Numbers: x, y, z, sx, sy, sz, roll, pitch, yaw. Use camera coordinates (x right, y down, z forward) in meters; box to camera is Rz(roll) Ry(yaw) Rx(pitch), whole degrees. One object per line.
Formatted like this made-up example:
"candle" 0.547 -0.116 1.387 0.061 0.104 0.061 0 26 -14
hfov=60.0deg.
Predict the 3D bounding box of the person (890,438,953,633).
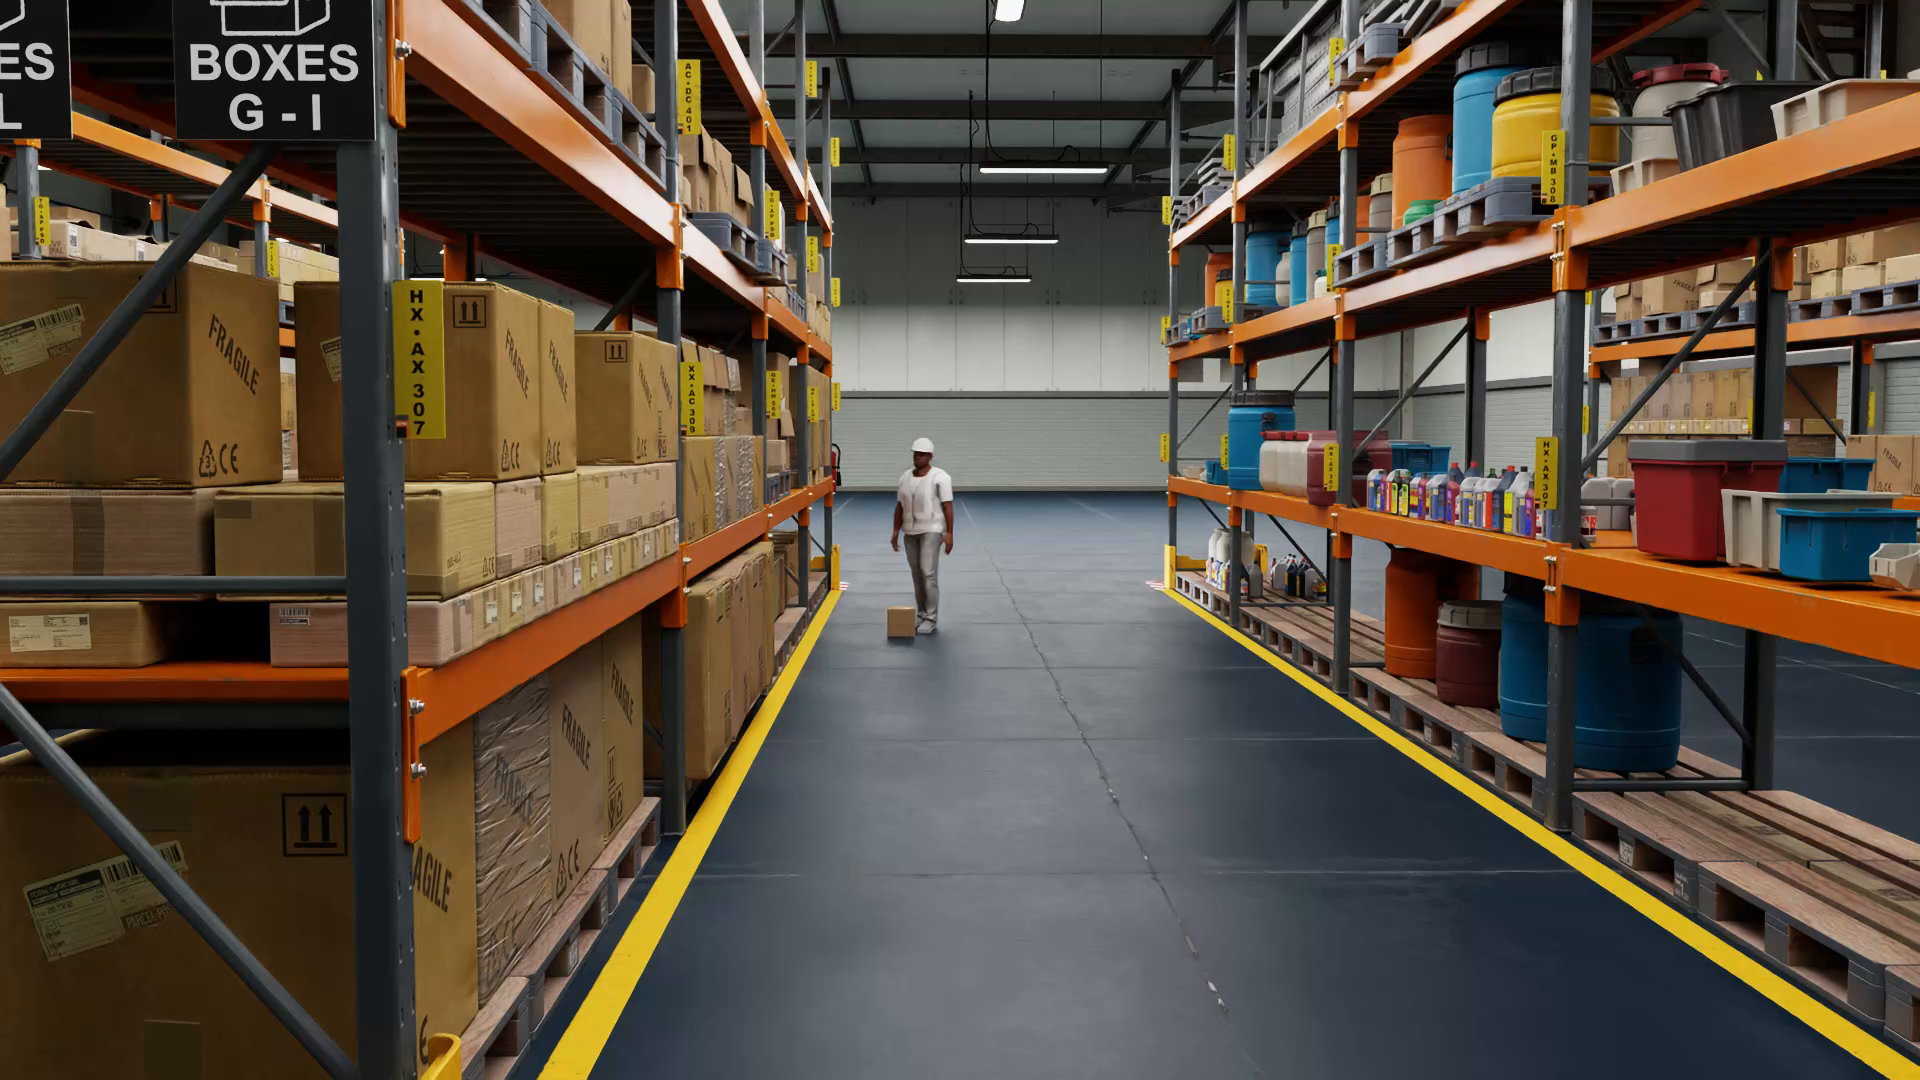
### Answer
"person" -0.406 -0.055 15.284 0.610 1.766 0.545 3 5 37
